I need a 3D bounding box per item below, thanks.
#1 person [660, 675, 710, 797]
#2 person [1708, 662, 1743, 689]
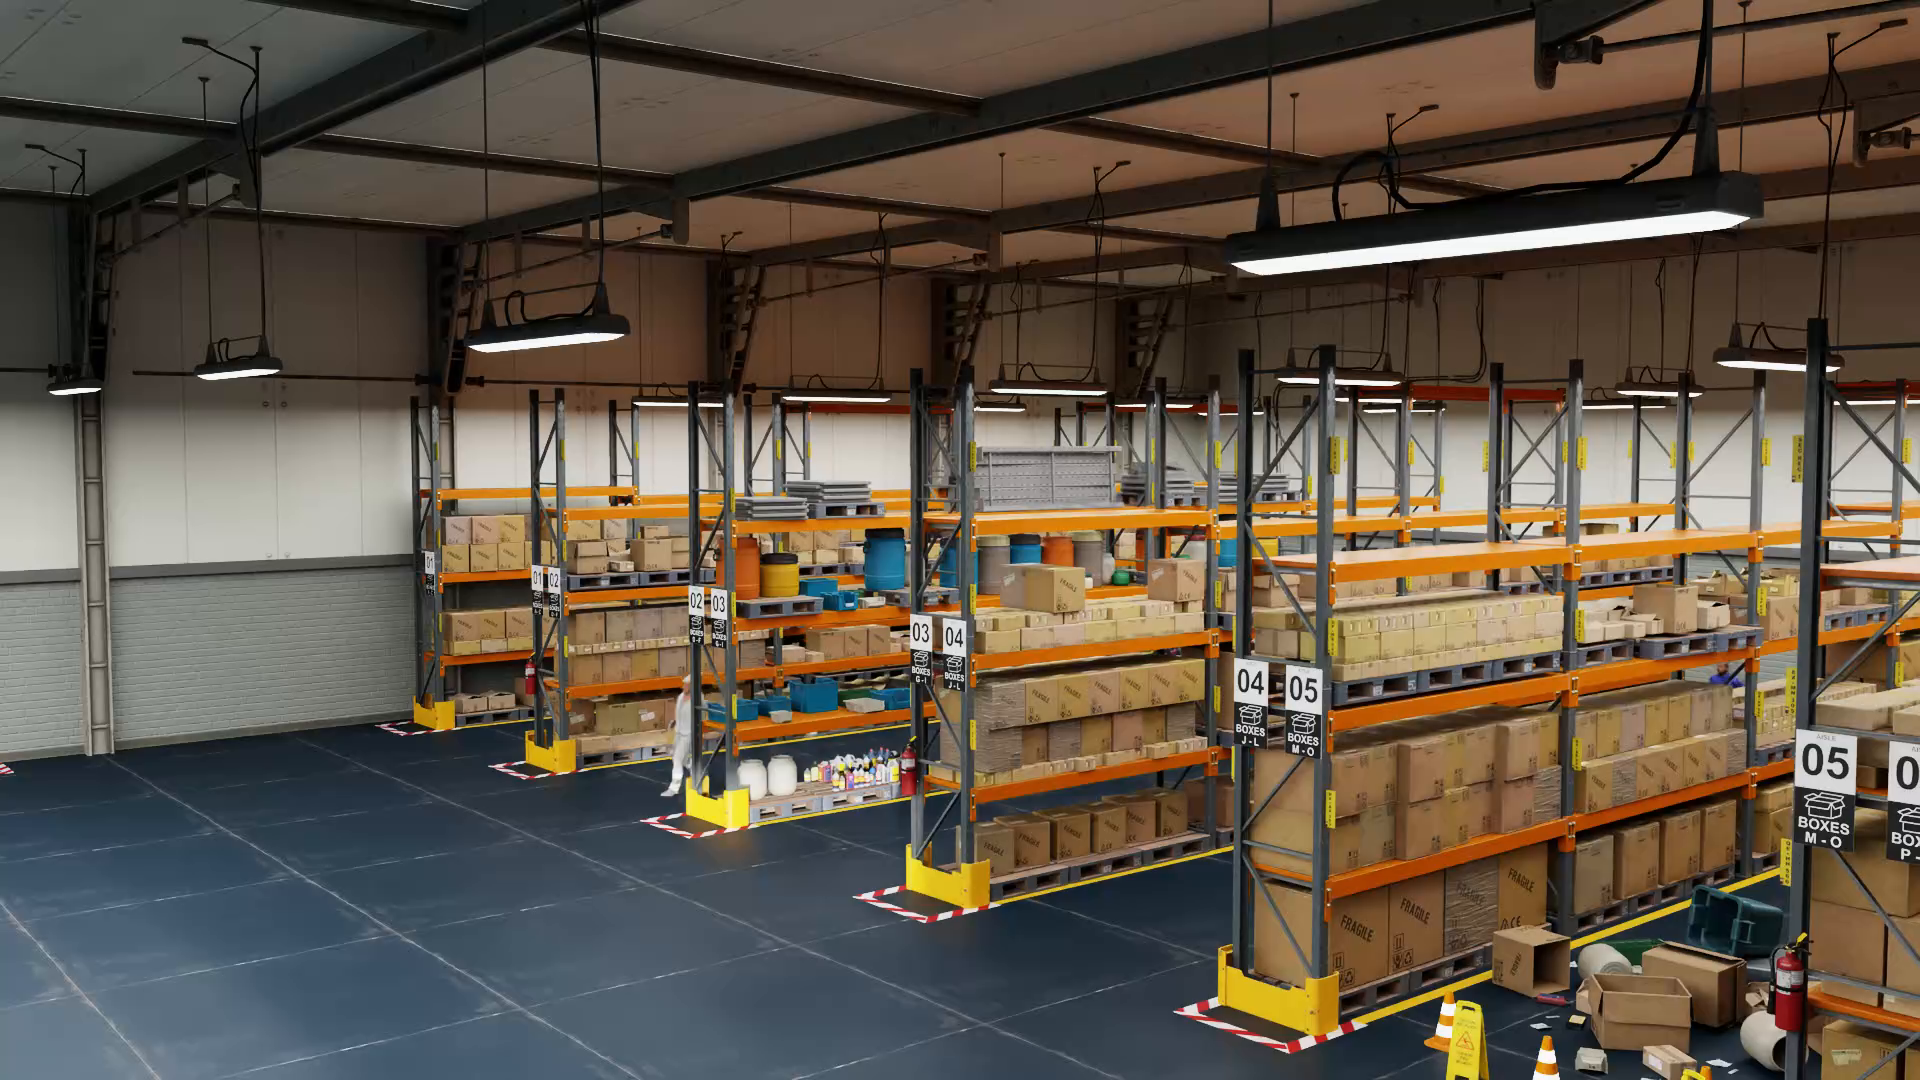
[{"bbox_3d":[-3.943,2.846,24.336,0.723,1.764,0.852,3,4,40],"label":"person"},{"bbox_3d":[12.448,2.765,27.072,0.654,1.624,0.632,3,4,38],"label":"person"}]
